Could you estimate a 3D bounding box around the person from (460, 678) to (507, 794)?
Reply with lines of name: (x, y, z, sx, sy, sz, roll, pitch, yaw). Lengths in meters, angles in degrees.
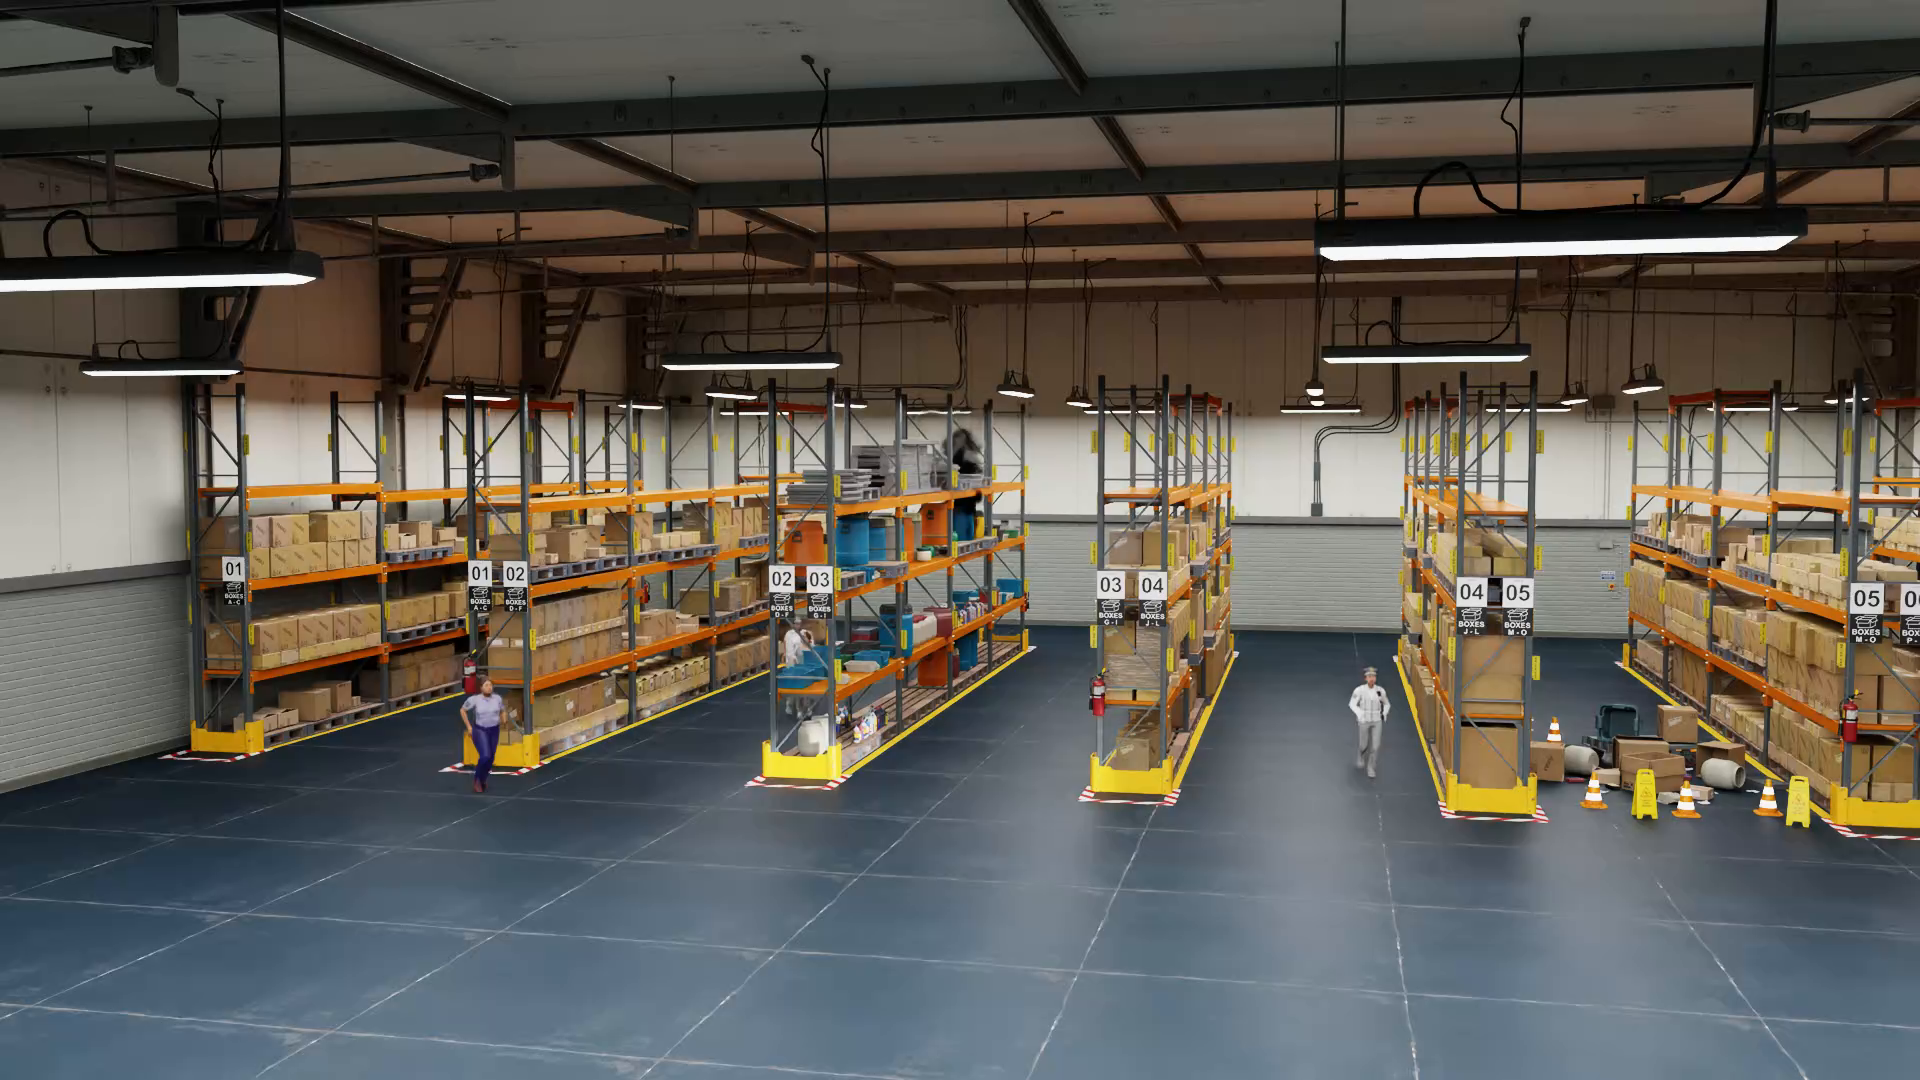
person: (-6.820, 2.827, 23.998, 0.601, 1.649, 0.685, -3, 5, -44)

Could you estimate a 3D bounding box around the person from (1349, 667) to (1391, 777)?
person: (6.184, 2.737, 25.160, 0.560, 1.647, 0.575, 0, 3, 5)

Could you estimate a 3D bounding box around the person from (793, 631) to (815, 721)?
person: (-2.835, 2.469, 30.332, 0.504, 1.631, 0.699, 0, 3, 3)

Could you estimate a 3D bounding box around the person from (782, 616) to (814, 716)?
person: (-3.044, 2.320, 31.152, 0.649, 1.813, 0.896, 0, 3, 8)
